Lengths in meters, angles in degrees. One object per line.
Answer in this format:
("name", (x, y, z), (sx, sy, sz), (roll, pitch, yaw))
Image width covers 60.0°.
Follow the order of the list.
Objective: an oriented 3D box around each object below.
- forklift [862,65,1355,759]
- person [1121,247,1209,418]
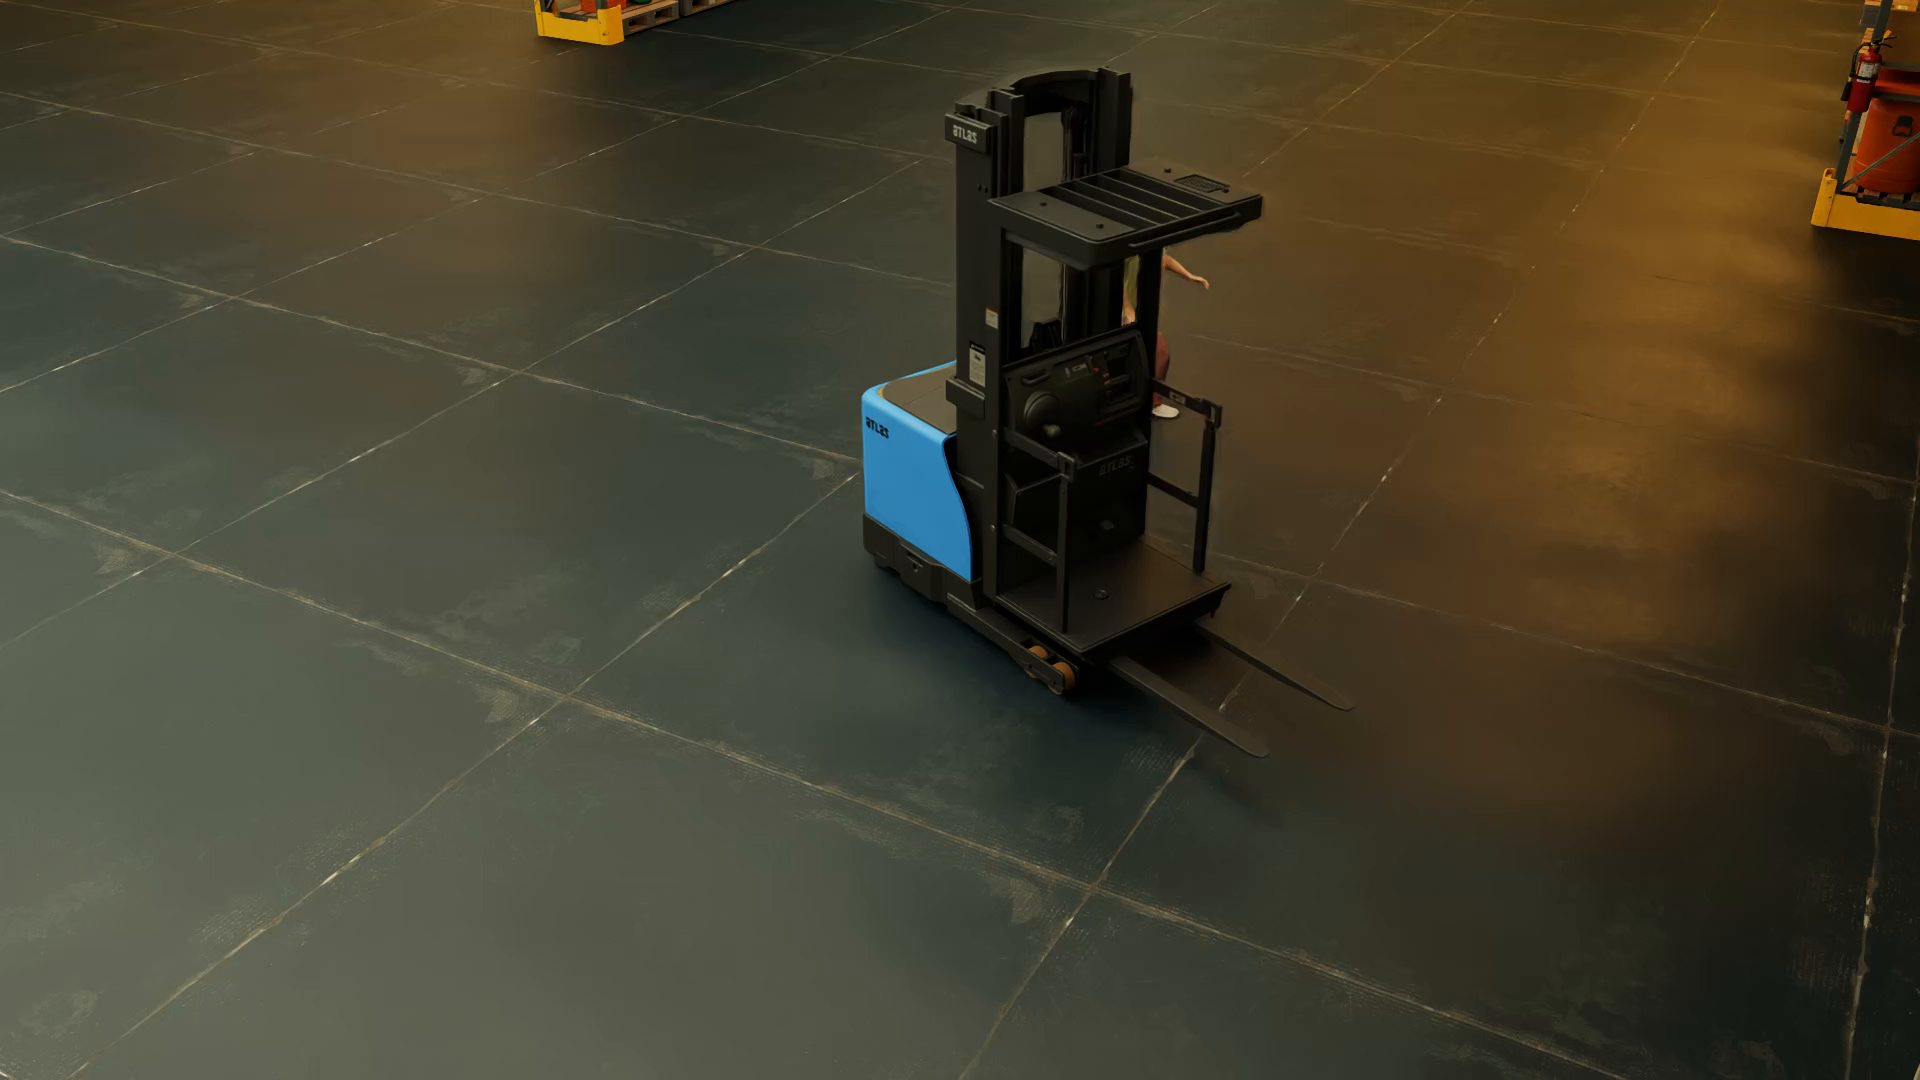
("forklift", (0.738, -0.752, 8.373), (1.130, 2.935, 3.031), (-22, 36, -32))
("person", (1.247, -1.518, 11.096), (0.774, 1.545, 0.787), (7, 31, 11))
